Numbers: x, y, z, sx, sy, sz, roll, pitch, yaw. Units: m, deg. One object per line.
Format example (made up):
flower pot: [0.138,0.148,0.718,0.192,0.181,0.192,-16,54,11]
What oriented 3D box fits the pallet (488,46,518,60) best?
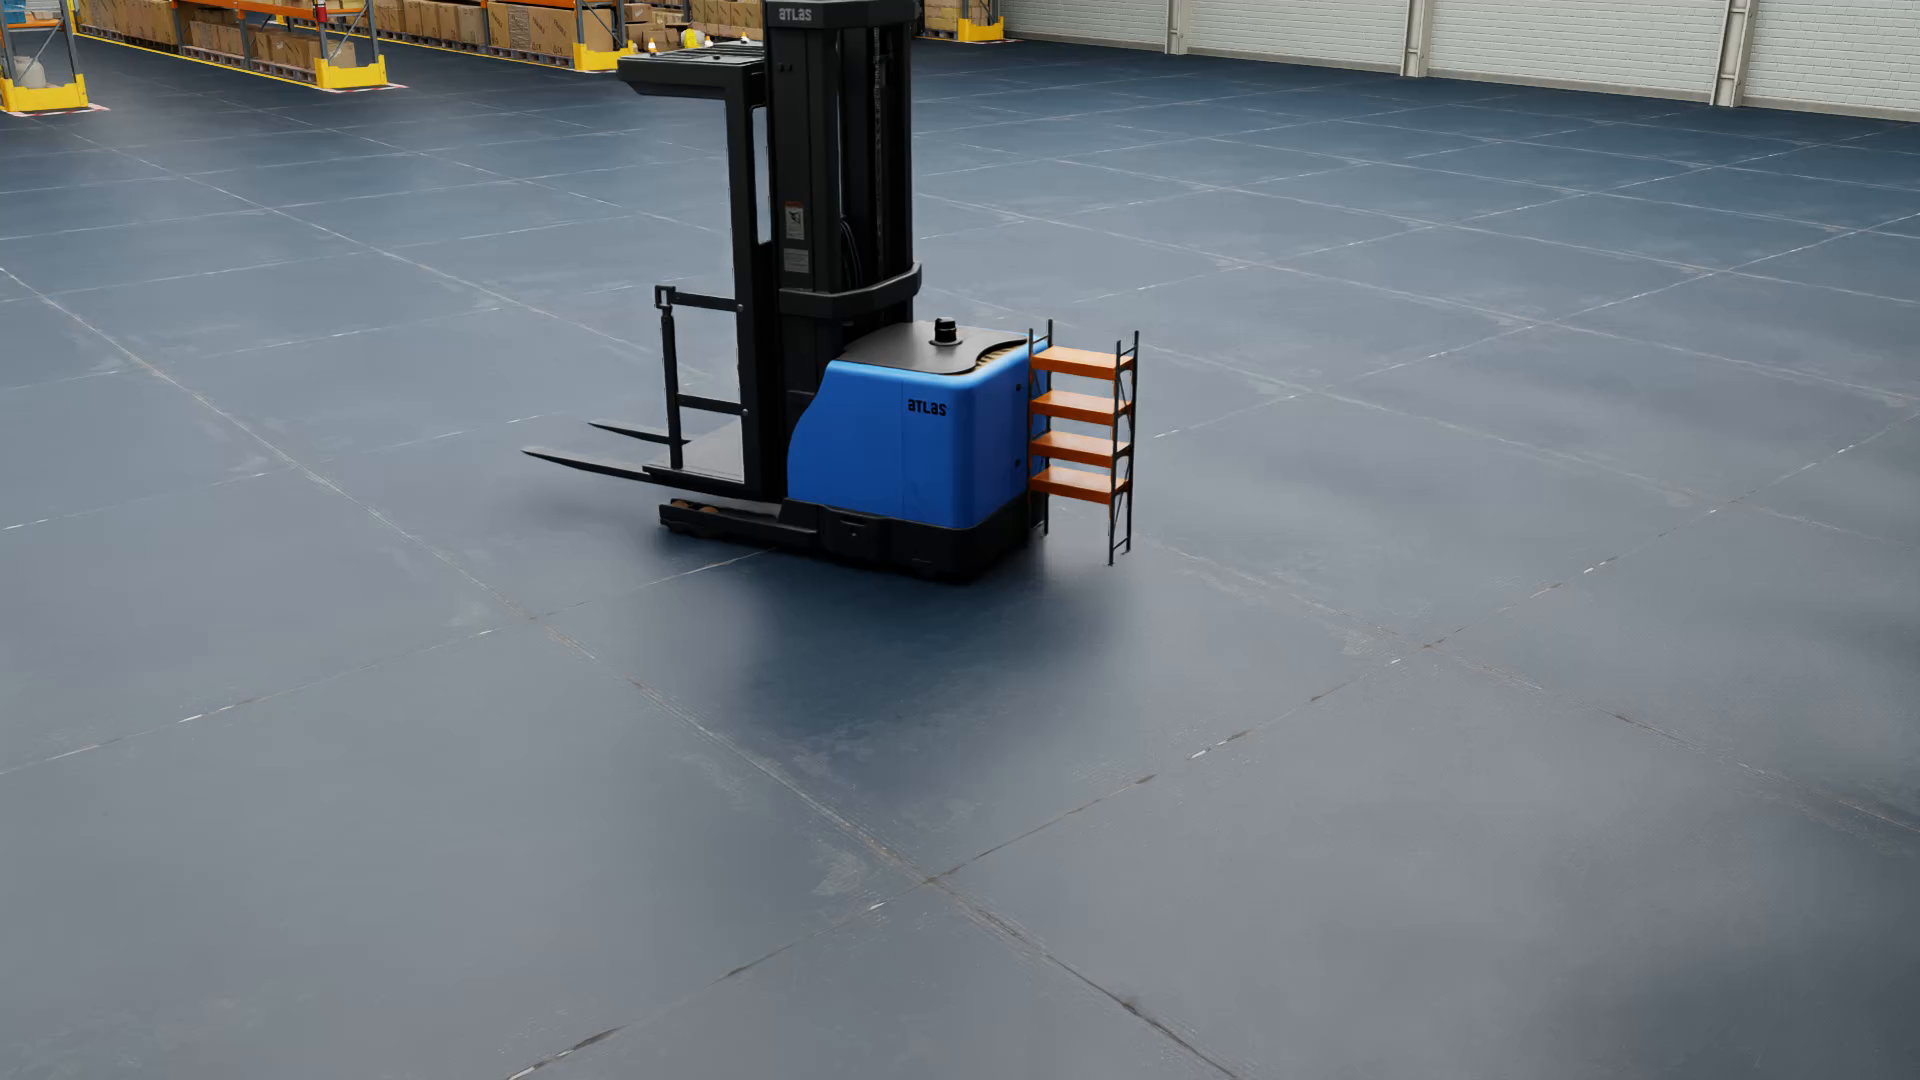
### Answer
pallet: [-9.147,-10.221,34.790,1.003,0.211,1.213,-17,27,-37]

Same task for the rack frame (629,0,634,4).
rack frame: [-8.511,-14.059,40.767,1.000,3.000,0.127,-17,27,-37]

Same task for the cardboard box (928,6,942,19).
cardboard box: [-0.405,-12.381,38.991,0.500,0.250,0.500,-18,28,-38]

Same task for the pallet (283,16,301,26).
pallet: [-16.864,-13.511,43.191,1.003,0.211,1.213,-17,27,-37]

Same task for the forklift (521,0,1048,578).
forklift: [-1.067,-1.535,8.885,3.031,2.935,1.130,11,24,25]

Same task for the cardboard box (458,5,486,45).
cardboard box: [-10.057,-11.046,35.582,1.050,0.750,0.750,-18,27,-38]

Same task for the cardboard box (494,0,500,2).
cardboard box: [-12.035,-14.613,45.119,0.875,0.438,0.875,-18,28,-39]

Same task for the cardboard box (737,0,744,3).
cardboard box: [-4.632,-11.804,36.285,0.380,0.149,0.250,-16,27,-35]

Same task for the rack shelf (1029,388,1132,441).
rack shelf: [0.626,-0.652,8.574,0.480,0.148,0.258,12,24,27]

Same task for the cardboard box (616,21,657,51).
cardboard box: [-6.970,-10.889,35.909,0.797,0.637,0.503,-17,27,-37]

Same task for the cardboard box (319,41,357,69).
cardboard box: [-11.191,-8.698,29.931,0.500,0.500,0.500,-12,24,-28]

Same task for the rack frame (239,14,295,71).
rack frame: [-13.407,-10.595,31.922,1.000,3.000,0.127,-17,27,-37]

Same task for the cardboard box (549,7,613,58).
cardboard box: [-7.466,-10.021,32.793,0.875,0.875,0.875,-17,27,-37]

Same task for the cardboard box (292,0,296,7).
cardboard box: [-11.787,-9.680,29.931,0.380,0.149,0.250,-17,27,-37]

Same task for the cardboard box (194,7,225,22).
cardboard box: [-15.558,-10.912,34.528,0.500,0.250,0.500,-16,27,-35]

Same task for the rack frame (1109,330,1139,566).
rack frame: [0.838,-0.462,8.519,0.015,1.200,0.240,12,24,27]

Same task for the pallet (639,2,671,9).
pallet: [-8.612,-15.576,48.463,1.003,0.211,1.213,-17,27,-37]

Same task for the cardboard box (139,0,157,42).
cardboard box: [-17.029,-11.350,36.188,1.225,0.875,0.875,-17,27,-37]

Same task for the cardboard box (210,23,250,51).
cardboard box: [-14.819,-10.256,33.880,0.700,0.500,0.500,-15,26,-33]

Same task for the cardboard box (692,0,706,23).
cardboard box: [-5.719,-11.991,37.653,0.500,0.500,0.500,-16,26,-35]

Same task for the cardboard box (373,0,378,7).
cardboard box: [-13.498,-12.642,38.970,0.500,0.250,0.500,-17,27,-36]

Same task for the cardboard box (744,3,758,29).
cardboard box: [-4.353,-11.416,36.185,0.500,0.500,0.500,-16,27,-36]

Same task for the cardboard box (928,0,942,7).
cardboard box: [-0.406,-12.605,38.878,0.500,0.250,0.500,-17,27,-36]

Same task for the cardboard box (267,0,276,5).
cardboard box: [-12.506,-9.936,30.584,0.380,0.149,0.250,-17,27,-37]

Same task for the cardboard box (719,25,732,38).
cardboard box: [-5.014,-11.352,37.048,0.500,0.250,0.500,-18,28,-38]

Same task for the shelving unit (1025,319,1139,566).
shelving unit: [0.626,-0.506,8.631,0.503,1.200,0.258,12,24,27]

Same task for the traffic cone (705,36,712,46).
traffic cone: [-5.166,-10.121,34.191,0.336,0.463,0.334,-17,27,-37]

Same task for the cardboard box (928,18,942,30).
cardboard box: [-0.394,-12.141,39.064,0.500,0.250,0.500,-17,27,-37]

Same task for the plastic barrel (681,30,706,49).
plastic barrel: [-5.784,-10.860,36.131,0.512,0.421,0.421,0,21,-1]

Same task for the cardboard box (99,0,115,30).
cardboard box: [-19.587,-12.462,39.025,0.875,0.875,0.875,-17,27,-37]

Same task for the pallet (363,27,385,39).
pallet: [-13.496,-12.108,39.608,1.003,0.211,1.213,-17,27,-37]

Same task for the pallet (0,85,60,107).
pallet: [-15.160,-7.248,27.200,1.003,0.211,1.213,-17,27,-37]

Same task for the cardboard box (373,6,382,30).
cardboard box: [-13.516,-12.291,39.103,0.500,0.500,0.500,-19,28,-40]

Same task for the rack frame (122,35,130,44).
rack frame: [-18.629,-12.805,37.565,1.000,3.000,0.127,-17,27,-37]

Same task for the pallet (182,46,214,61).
pallet: [-15.509,-10.186,34.700,1.003,0.211,1.213,-17,27,-37]

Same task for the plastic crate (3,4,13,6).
plastic crate: [-15.522,-8.490,26.750,0.499,0.251,0.408,-17,27,-37]

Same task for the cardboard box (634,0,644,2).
cardboard box: [-9.119,-16.047,48.693,0.700,0.500,0.500,-16,27,-35]

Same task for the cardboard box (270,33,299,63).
cardboard box: [-12.797,-9.350,31.596,0.500,0.500,0.500,-9,23,-21]

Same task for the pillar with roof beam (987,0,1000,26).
pillar with roof beam: [-2.564,-15.207,35.472,9.100,9.000,0.400,-17,27,-37]

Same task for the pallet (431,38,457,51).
pallet: [-10.945,-10.982,36.734,1.003,0.211,1.213,-17,27,-37]

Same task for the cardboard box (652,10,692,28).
cardboard box: [-6.716,-12.268,39.222,0.950,0.372,0.625,-15,26,-34]

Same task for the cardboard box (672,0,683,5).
cardboard box: [-7.950,-15.299,47.266,0.380,0.149,0.250,-18,28,-39]

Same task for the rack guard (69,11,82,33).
rack guard: [-21.256,-12.753,40.860,1.175,0.500,0.348,-17,27,-37]

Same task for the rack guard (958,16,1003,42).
rack guard: [0.485,-11.861,38.582,1.175,0.500,0.348,-17,27,-37]

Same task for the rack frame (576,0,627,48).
rack frame: [-6.973,-10.643,32.044,1.000,3.000,0.127,-17,27,-37]

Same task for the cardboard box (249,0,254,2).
cardboard box: [-13.157,-10.213,31.290,0.380,0.149,0.250,-17,27,-37]

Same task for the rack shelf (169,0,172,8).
rack shelf: [-17.324,-11.918,36.286,1.077,0.370,4.000,-17,27,-37]

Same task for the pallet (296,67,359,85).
pallet: [-11.350,-8.446,30.257,1.003,0.211,1.213,-17,27,-37]

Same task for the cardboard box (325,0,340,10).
cardboard box: [-11.139,-9.403,29.222,0.380,0.149,0.250,-17,27,-37]

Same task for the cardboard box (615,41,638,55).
cardboard box: [-7.067,-10.439,35.271,0.396,0.266,0.258,-12,25,-28]

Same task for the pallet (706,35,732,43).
pallet: [-5.435,-11.479,38.002,1.003,0.211,1.213,-17,27,-37]

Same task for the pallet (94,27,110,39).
pallet: [-19.867,-12.073,39.519,1.003,0.211,1.213,-17,27,-37]

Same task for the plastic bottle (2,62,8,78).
plastic bottle: [-16.492,-8.148,28.806,0.152,0.276,0.135,-17,27,-37]
